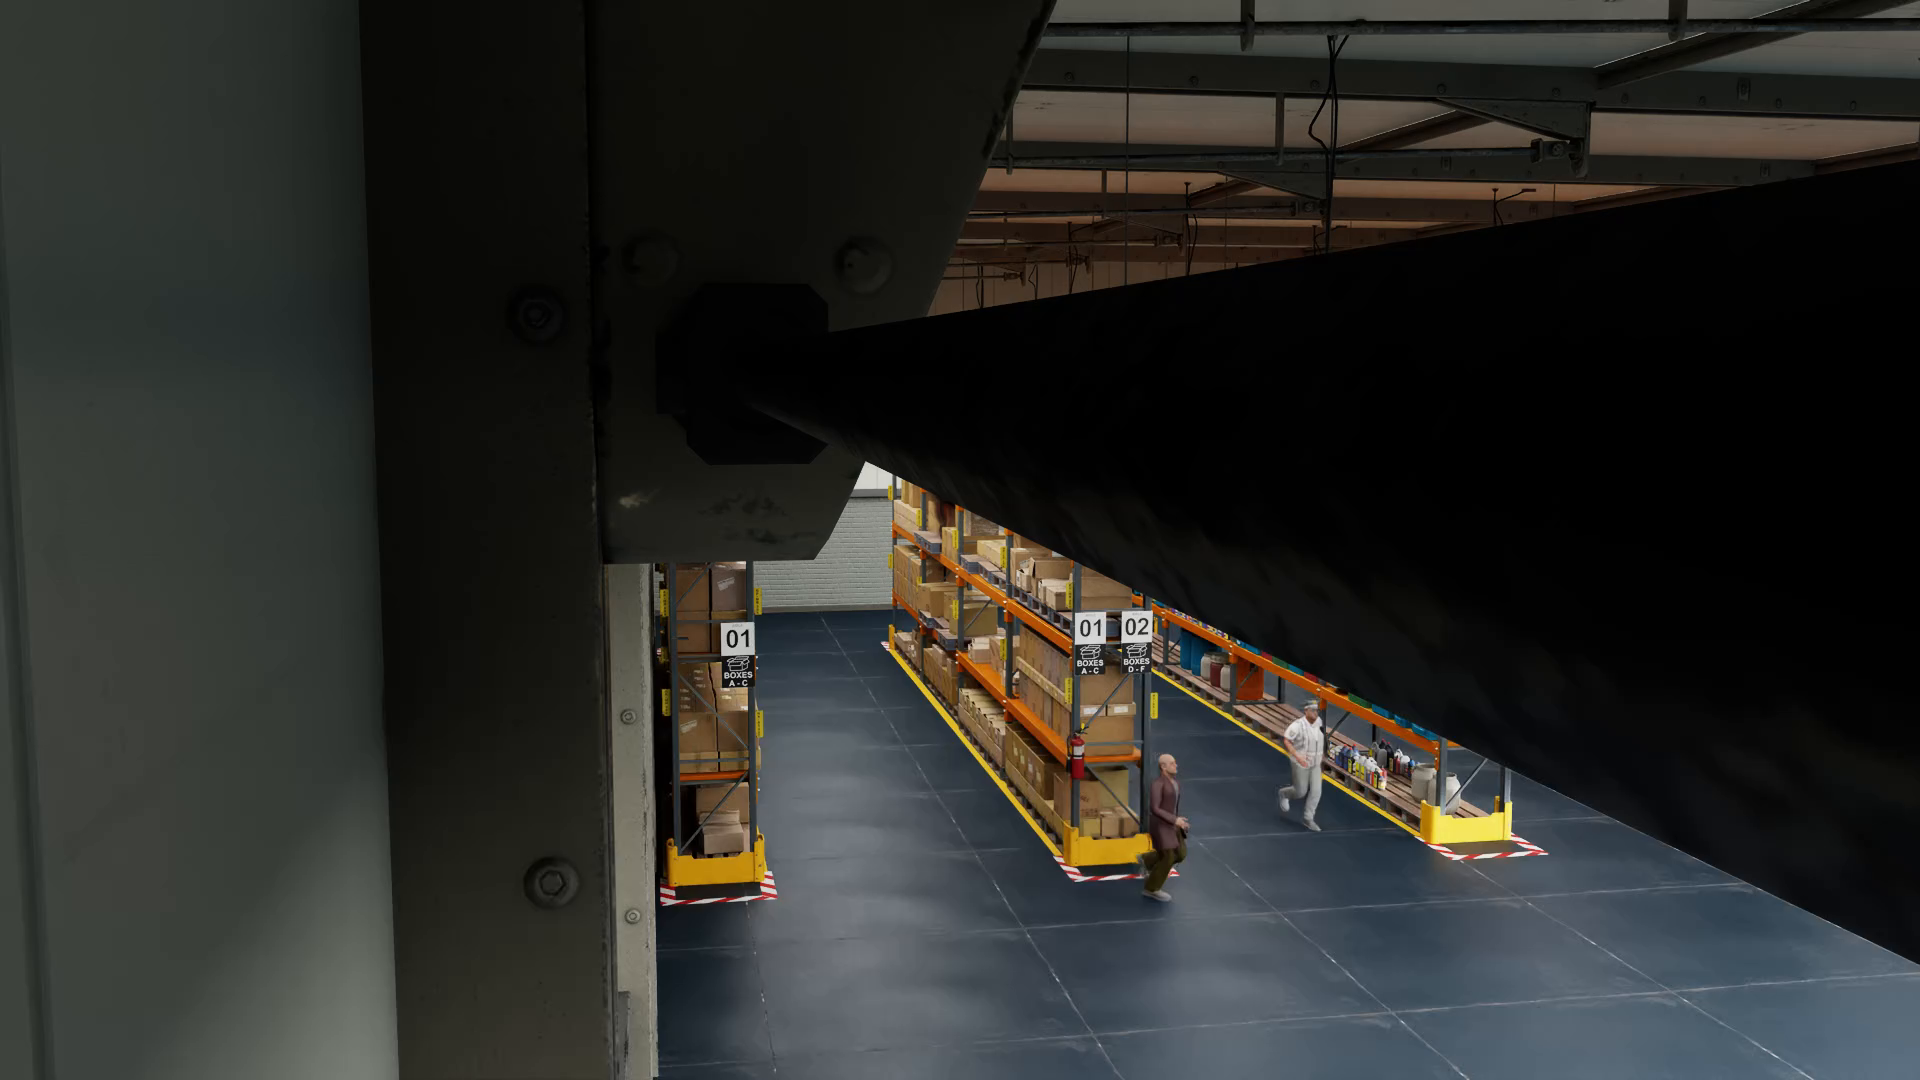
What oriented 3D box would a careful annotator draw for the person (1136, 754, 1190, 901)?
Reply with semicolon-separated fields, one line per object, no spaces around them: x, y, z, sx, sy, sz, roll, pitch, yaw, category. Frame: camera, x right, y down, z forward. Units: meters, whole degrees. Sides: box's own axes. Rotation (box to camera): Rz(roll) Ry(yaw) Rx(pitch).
2.417;3.365;19.574;0.688;1.742;0.741;3;7;27;person

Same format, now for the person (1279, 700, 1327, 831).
4.703;3.023;22.719;0.688;1.768;0.813;-3;7;-28;person
